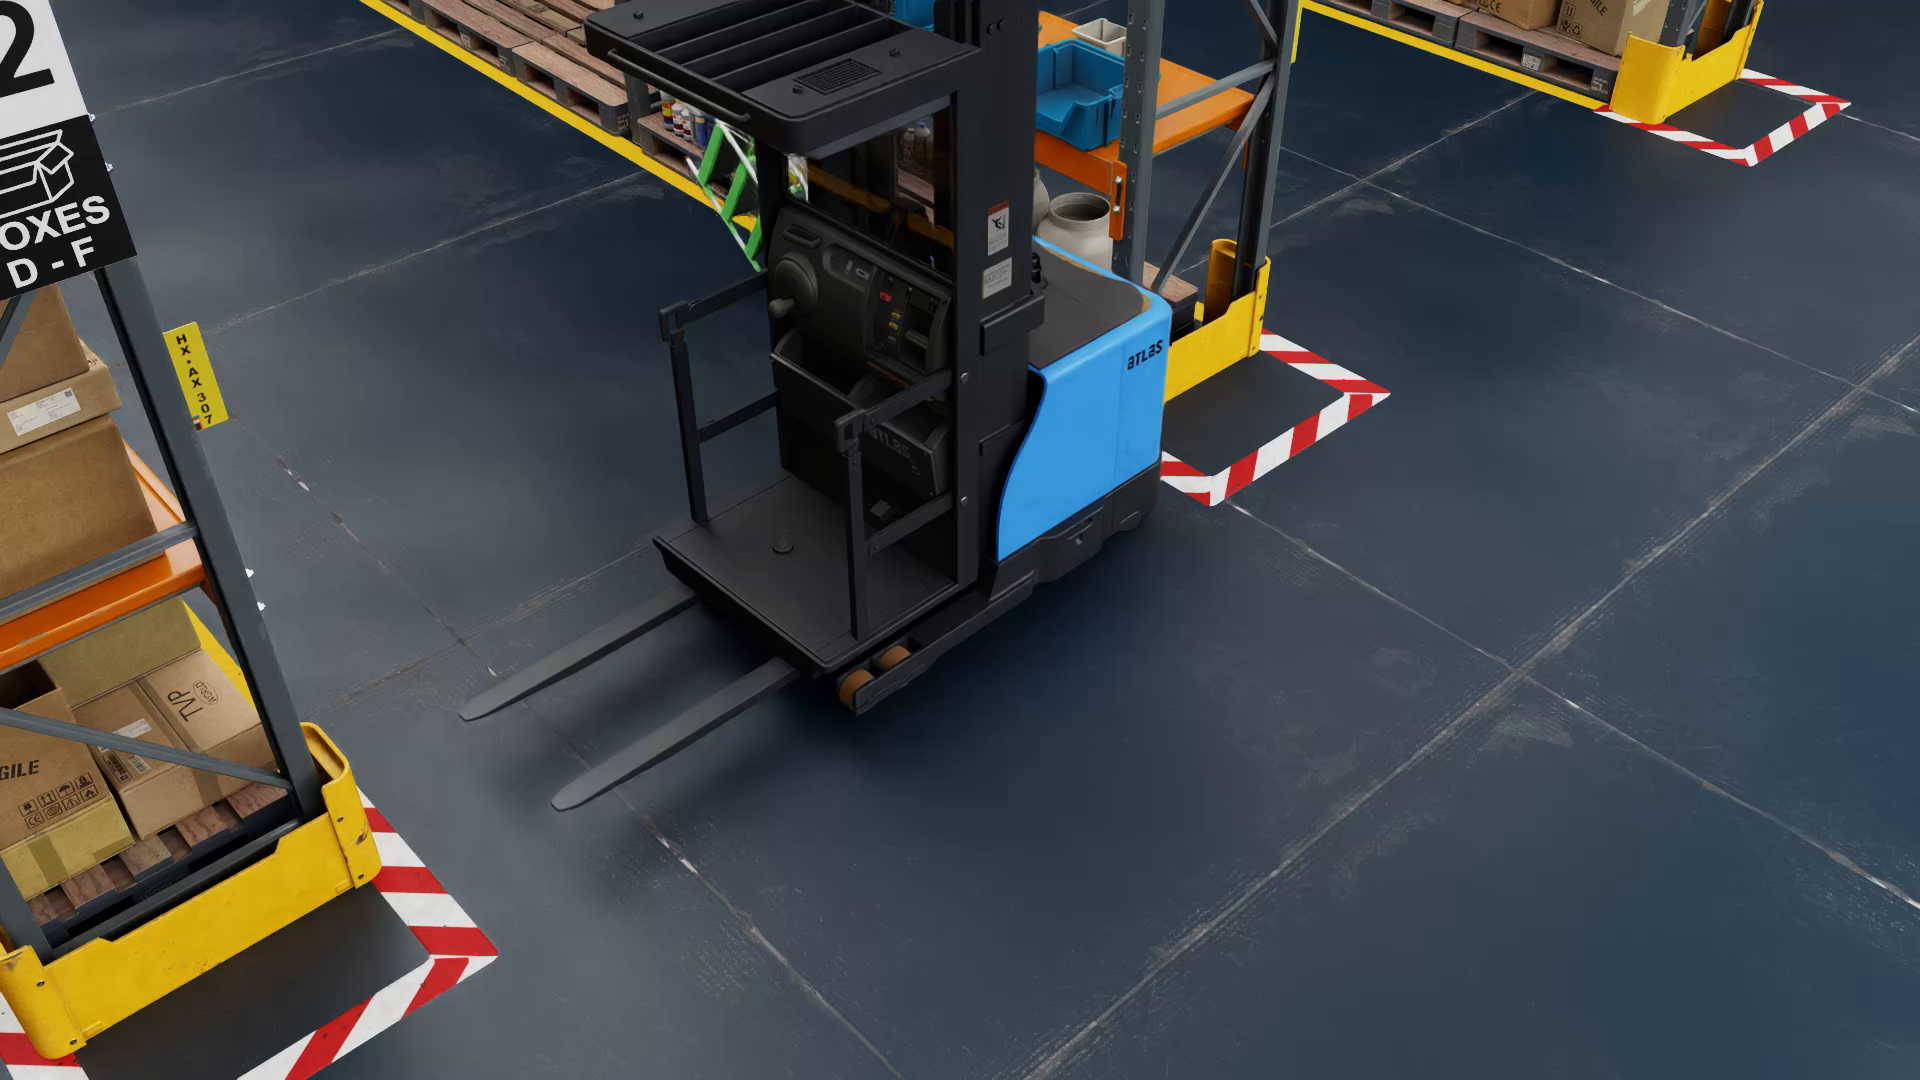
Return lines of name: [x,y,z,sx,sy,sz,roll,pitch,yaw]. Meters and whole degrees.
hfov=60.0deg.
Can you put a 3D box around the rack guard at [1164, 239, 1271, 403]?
rack guard: [1.002,-1.001,8.092,1.175,0.500,0.348,-30,48,-32]

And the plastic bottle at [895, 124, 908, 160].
plastic bottle: [-0.345,-2.339,9.580,0.097,0.271,0.097,0,39,0]

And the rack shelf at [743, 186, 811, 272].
rack shelf: [-0.902,-1.576,8.393,0.258,0.480,0.148,-27,78,-29]

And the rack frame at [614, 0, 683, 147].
rack frame: [-1.617,-3.810,9.580,1.000,3.000,0.127,-30,48,-32]

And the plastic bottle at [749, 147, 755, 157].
plastic bottle: [-1.168,-2.193,9.390,0.061,0.283,0.133,-28,47,-30]

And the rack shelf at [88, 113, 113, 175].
rack shelf: [-3.916,-1.668,5.113,1.077,0.370,4.000,-30,48,-32]

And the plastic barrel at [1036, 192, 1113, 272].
plastic barrel: [0.587,-1.426,8.275,0.421,0.512,0.421,0,39,0]

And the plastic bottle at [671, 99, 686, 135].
plastic bottle: [-1.656,-2.512,9.850,0.097,0.201,0.097,0,39,0]

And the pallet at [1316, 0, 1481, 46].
pallet: [3.341,-3.969,11.997,1.003,0.211,1.213,-30,48,-32]

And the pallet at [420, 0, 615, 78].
pallet: [-3.006,-3.637,11.585,1.003,0.211,1.213,-30,48,-32]

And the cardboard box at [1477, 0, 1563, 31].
cardboard box: [3.897,-3.813,11.239,0.500,0.500,0.500,-18,42,-21]

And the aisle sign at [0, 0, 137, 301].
aisle sign: [-2.293,-0.967,3.991,0.394,0.787,0.004,-30,48,-32]

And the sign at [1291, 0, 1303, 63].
sign: [1.496,-2.298,7.488,0.100,0.325,0.005,-30,48,-32]

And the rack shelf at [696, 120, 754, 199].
rack shelf: [-1.157,-1.973,8.483,0.258,0.480,0.148,-27,78,-29]

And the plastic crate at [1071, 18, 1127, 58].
plastic crate: [0.720,-2.407,8.053,0.298,0.136,0.250,-30,48,-32]

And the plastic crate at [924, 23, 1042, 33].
plastic crate: [0.094,-2.308,7.839,0.499,0.251,0.408,-30,48,-32]

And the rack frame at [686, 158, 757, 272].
rack frame: [-1.016,-1.531,8.614,0.240,0.015,1.200,-27,78,-29]

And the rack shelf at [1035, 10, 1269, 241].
rack shelf: [-0.265,-2.604,8.660,1.077,0.370,4.000,-30,48,-32]

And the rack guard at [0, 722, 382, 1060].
rack guard: [-2.547,1.128,5.455,1.175,0.500,0.348,-30,48,-32]

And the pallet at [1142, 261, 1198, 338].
pallet: [0.456,-1.267,8.651,1.003,0.211,1.213,-30,48,-32]

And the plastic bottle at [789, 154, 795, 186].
plastic bottle: [-0.962,-2.117,9.241,0.144,0.351,0.185,-30,48,-32]

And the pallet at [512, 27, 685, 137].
pallet: [-2.177,-3.072,10.886,1.003,0.211,1.213,-30,48,-32]

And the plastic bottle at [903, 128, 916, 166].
plastic bottle: [-0.275,-2.264,9.542,0.097,0.201,0.097,0,39,0]

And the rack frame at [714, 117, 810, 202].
rack frame: [-0.856,-1.727,8.197,0.240,0.015,1.200,-27,78,-29]

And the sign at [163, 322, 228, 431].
sign: [-2.150,-0.456,4.675,0.100,0.325,0.005,-30,48,-32]

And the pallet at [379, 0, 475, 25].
pallet: [-3.827,-4.201,12.284,1.003,0.211,1.213,-30,48,-32]

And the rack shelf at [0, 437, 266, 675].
rack shelf: [-3.916,-0.501,6.056,1.077,0.370,4.000,-30,48,-32]

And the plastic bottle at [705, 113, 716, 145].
plastic bottle: [-1.377,-2.401,9.593,0.144,0.351,0.185,-29,47,-31]

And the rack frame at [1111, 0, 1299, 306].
rack frame: [1.088,-1.959,7.288,1.000,3.000,0.127,-30,48,-32]

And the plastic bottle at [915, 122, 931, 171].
plastic bottle: [-0.208,-2.245,9.464,0.097,0.271,0.097,0,39,0]

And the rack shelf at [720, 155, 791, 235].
rack shelf: [-1.030,-1.775,8.438,0.258,0.480,0.148,-27,78,-29]

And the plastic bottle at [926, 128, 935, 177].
plastic bottle: [-0.140,-2.199,9.406,0.097,0.271,0.097,0,39,0]

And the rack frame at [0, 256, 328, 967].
rack frame: [-2.563,0.144,4.684,1.000,3.000,0.127,-30,48,-32]

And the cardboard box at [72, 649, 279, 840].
cardboard box: [-2.762,0.708,5.840,0.500,0.250,0.500,-30,48,-32]

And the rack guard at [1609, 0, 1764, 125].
rack guard: [4.685,-3.126,10.723,1.175,0.500,0.348,-30,48,-32]

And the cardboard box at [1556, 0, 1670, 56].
cardboard box: [4.326,-3.551,10.914,0.500,0.500,0.500,-21,44,-24]

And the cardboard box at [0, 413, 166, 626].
cardboard box: [-2.869,-0.116,4.927,0.700,0.500,0.500,-30,48,-32]

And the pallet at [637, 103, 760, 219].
pallet: [-1.194,-2.397,10.049,1.003,0.211,1.213,-30,48,-32]

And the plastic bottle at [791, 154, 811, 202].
plastic bottle: [-0.836,-2.031,9.135,0.144,0.351,0.185,-28,47,-30]

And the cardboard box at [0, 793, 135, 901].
cardboard box: [-3.143,0.928,5.568,0.500,0.250,0.500,-30,48,-32]

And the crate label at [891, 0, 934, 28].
crate label: [-0.356,-2.709,8.189,0.502,0.435,0.616,-30,48,-32]

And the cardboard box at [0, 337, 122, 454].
cardboard box: [-2.670,-0.420,4.787,0.380,0.149,0.250,-30,48,-32]

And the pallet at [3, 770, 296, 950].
pallet: [-3.111,0.893,5.976,1.003,0.211,1.213,-30,48,-32]

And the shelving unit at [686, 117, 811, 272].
shelving unit: [-0.936,-1.629,8.405,0.258,0.503,1.200,-27,78,-29]

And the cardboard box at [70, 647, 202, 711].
cardboard box: [-3.103,0.478,6.125,0.500,0.250,0.500,-30,48,-32]

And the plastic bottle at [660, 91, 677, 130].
plastic bottle: [-1.725,-2.586,9.886,0.097,0.271,0.097,0,39,0]

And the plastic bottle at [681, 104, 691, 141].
plastic bottle: [-1.587,-2.465,9.791,0.097,0.201,0.097,0,39,0]

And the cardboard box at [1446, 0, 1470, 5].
cardboard box: [3.487,-4.110,11.607,0.500,0.500,0.500,-25,45,-28]

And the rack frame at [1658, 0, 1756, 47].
rack frame: [4.736,-4.064,9.894,1.000,3.000,0.127,-30,48,-32]

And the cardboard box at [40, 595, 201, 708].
cardboard box: [-3.102,0.186,5.890,0.500,0.500,0.500,-30,48,-32]

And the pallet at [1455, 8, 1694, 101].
pallet: [4.161,-3.405,11.298,1.003,0.211,1.213,-30,48,-32]

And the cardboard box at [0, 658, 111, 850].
cardboard box: [-3.145,0.637,5.331,0.500,0.500,0.500,-30,48,-32]

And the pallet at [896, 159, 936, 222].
pallet: [-0.364,-1.832,9.350,1.003,0.211,1.213,-30,48,-32]

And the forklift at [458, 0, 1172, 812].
forklift: [-0.529,-0.843,5.960,3.031,2.935,1.130,-31,48,-33]

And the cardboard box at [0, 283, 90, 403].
cardboard box: [-2.905,-0.645,4.549,0.700,0.500,0.500,-30,48,-32]

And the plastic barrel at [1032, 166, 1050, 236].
plastic barrel: [0.248,-1.658,8.562,0.421,0.512,0.421,0,39,0]

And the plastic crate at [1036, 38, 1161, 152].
plastic crate: [0.529,-2.005,7.464,0.499,0.251,0.616,-30,48,-32]

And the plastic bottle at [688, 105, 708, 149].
plastic bottle: [-1.486,-2.450,9.714,0.152,0.276,0.135,-28,47,-30]
